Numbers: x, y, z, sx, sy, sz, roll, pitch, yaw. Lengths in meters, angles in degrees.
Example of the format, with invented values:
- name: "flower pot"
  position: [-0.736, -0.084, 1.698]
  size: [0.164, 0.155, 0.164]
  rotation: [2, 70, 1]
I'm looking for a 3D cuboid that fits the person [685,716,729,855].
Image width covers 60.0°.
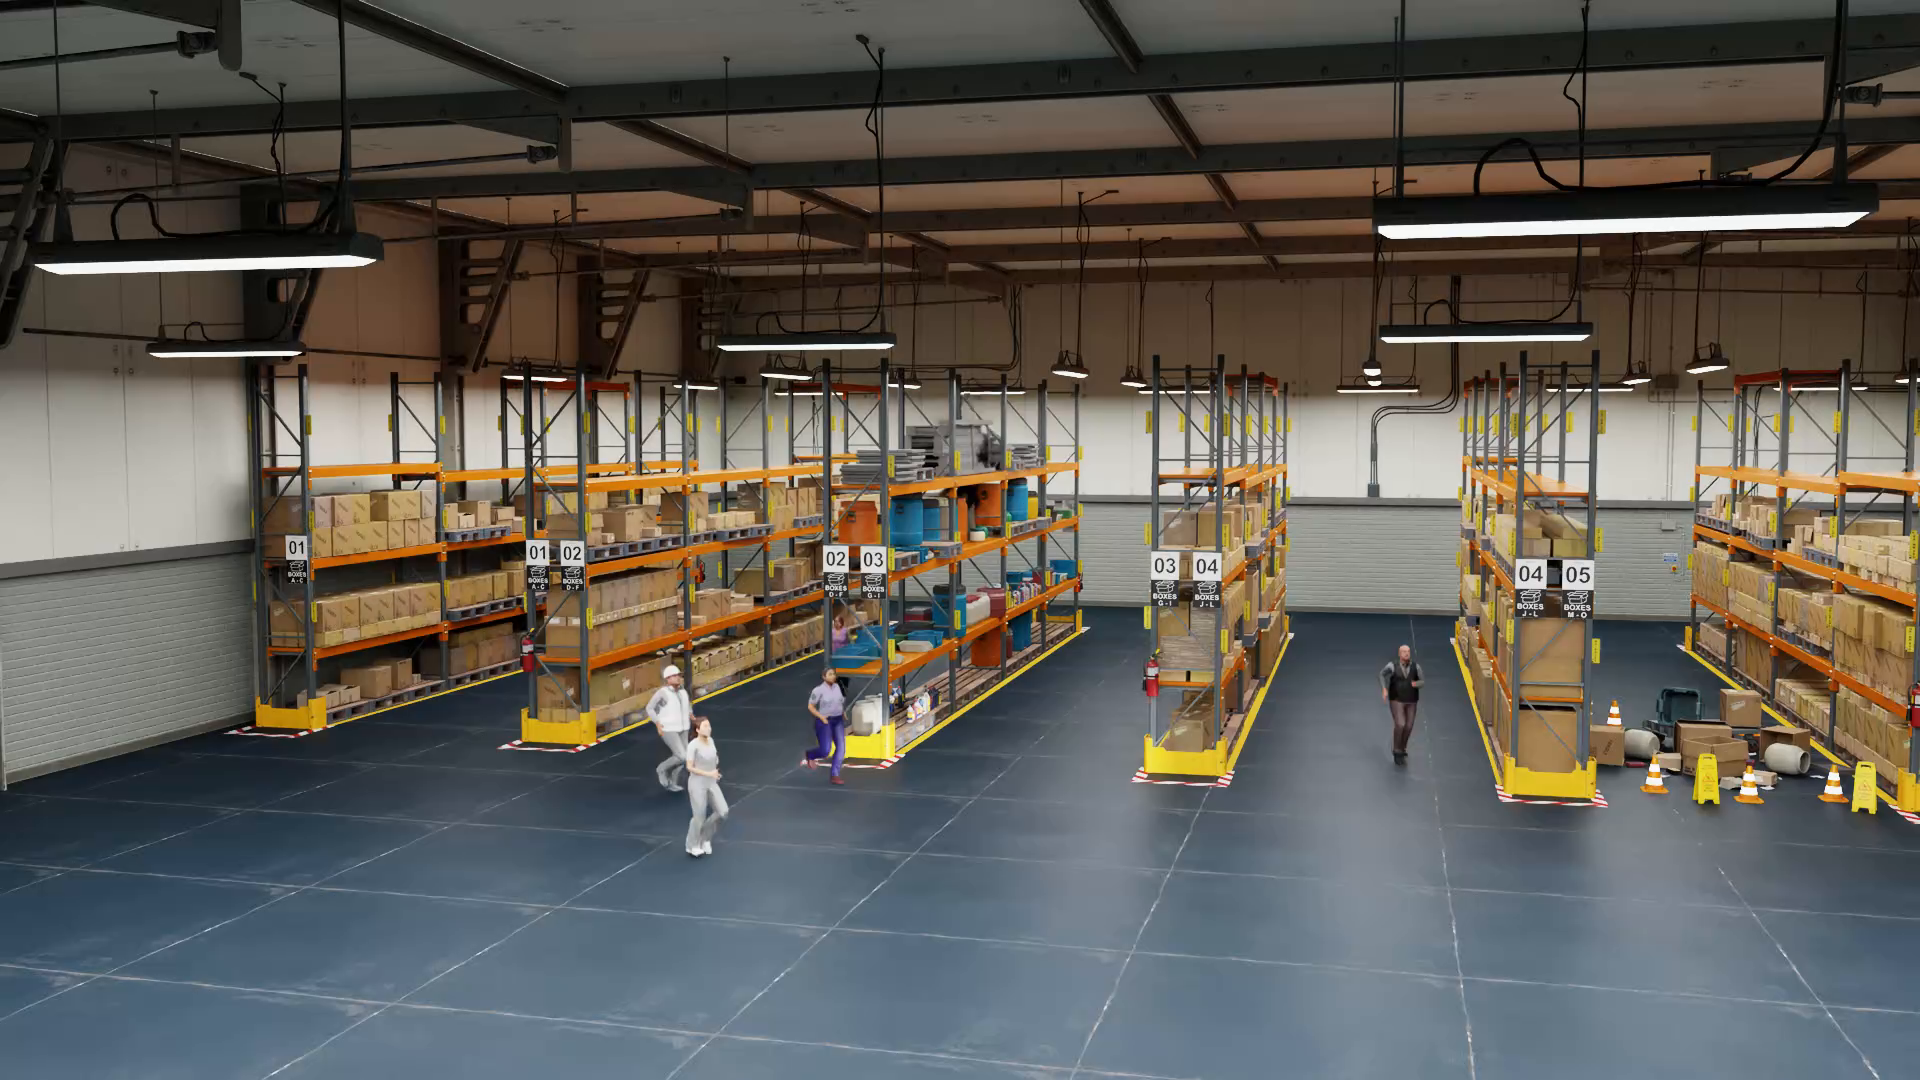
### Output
- name: "person"
  position: [-2.927, 2.846, 19.212]
  size: [0.622, 1.642, 0.583]
  rotation: [3, 5, 37]

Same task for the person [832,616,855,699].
- name: "person"
  position: [-2.187, 2.145, 30.147]
  size: [0.512, 1.554, 0.530]
  rotation: [1, 4, 9]

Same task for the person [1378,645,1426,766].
- name: "person"
  position: [6.579, 2.446, 24.682]
  size: [0.624, 1.780, 0.752]
  rotation: [0, 4, -3]

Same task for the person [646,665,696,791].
- name: "person"
  position: [-3.852, 2.577, 22.628]
  size: [0.575, 1.729, 0.657]
  rotation: [3, 5, 37]

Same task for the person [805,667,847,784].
- name: "person"
  position: [-1.856, 2.599, 23.411]
  size: [0.620, 1.607, 0.755]
  rotation: [-3, 5, -39]
